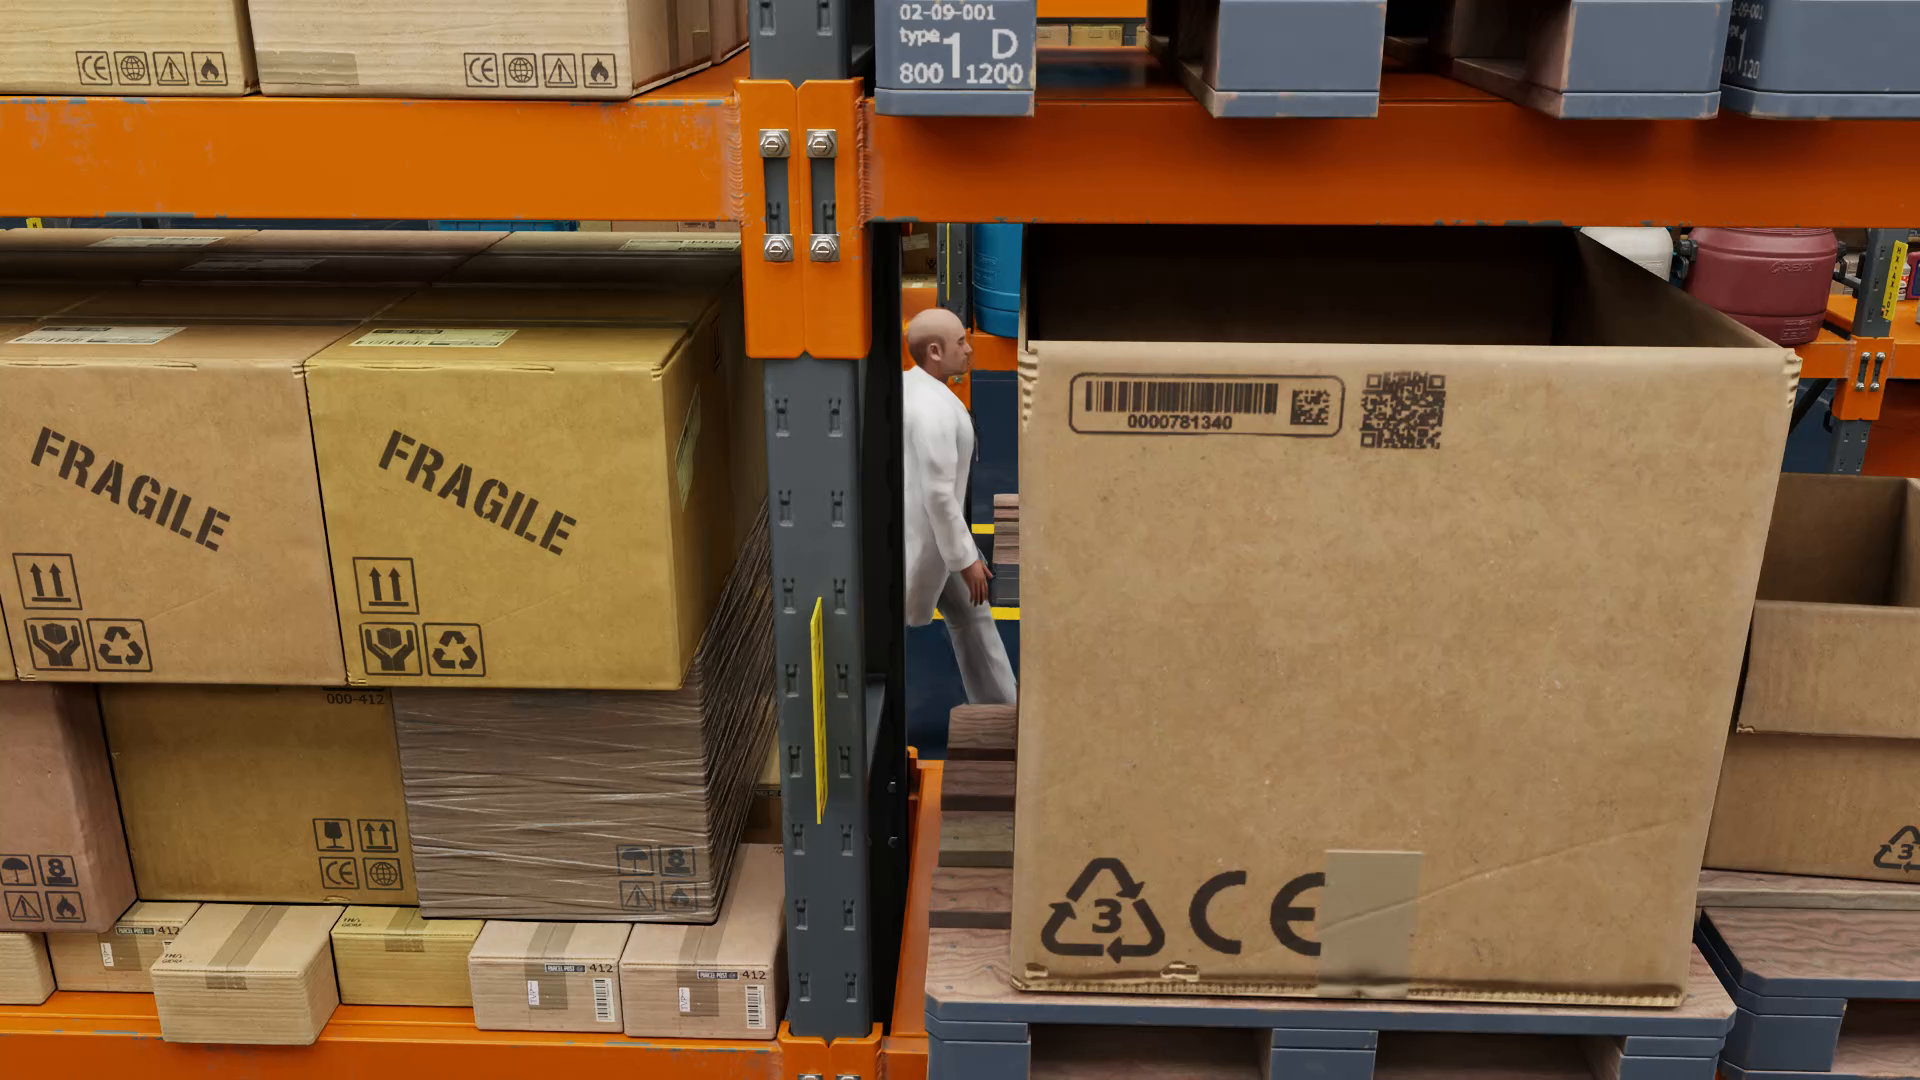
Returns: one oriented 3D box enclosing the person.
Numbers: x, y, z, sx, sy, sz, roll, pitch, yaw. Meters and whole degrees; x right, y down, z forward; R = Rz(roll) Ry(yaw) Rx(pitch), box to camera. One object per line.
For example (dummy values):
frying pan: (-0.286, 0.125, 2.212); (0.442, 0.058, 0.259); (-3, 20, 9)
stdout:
person: (-0.135, 0.006, 6.111); (1.153, 1.724, 0.613); (-2, 21, -5)
